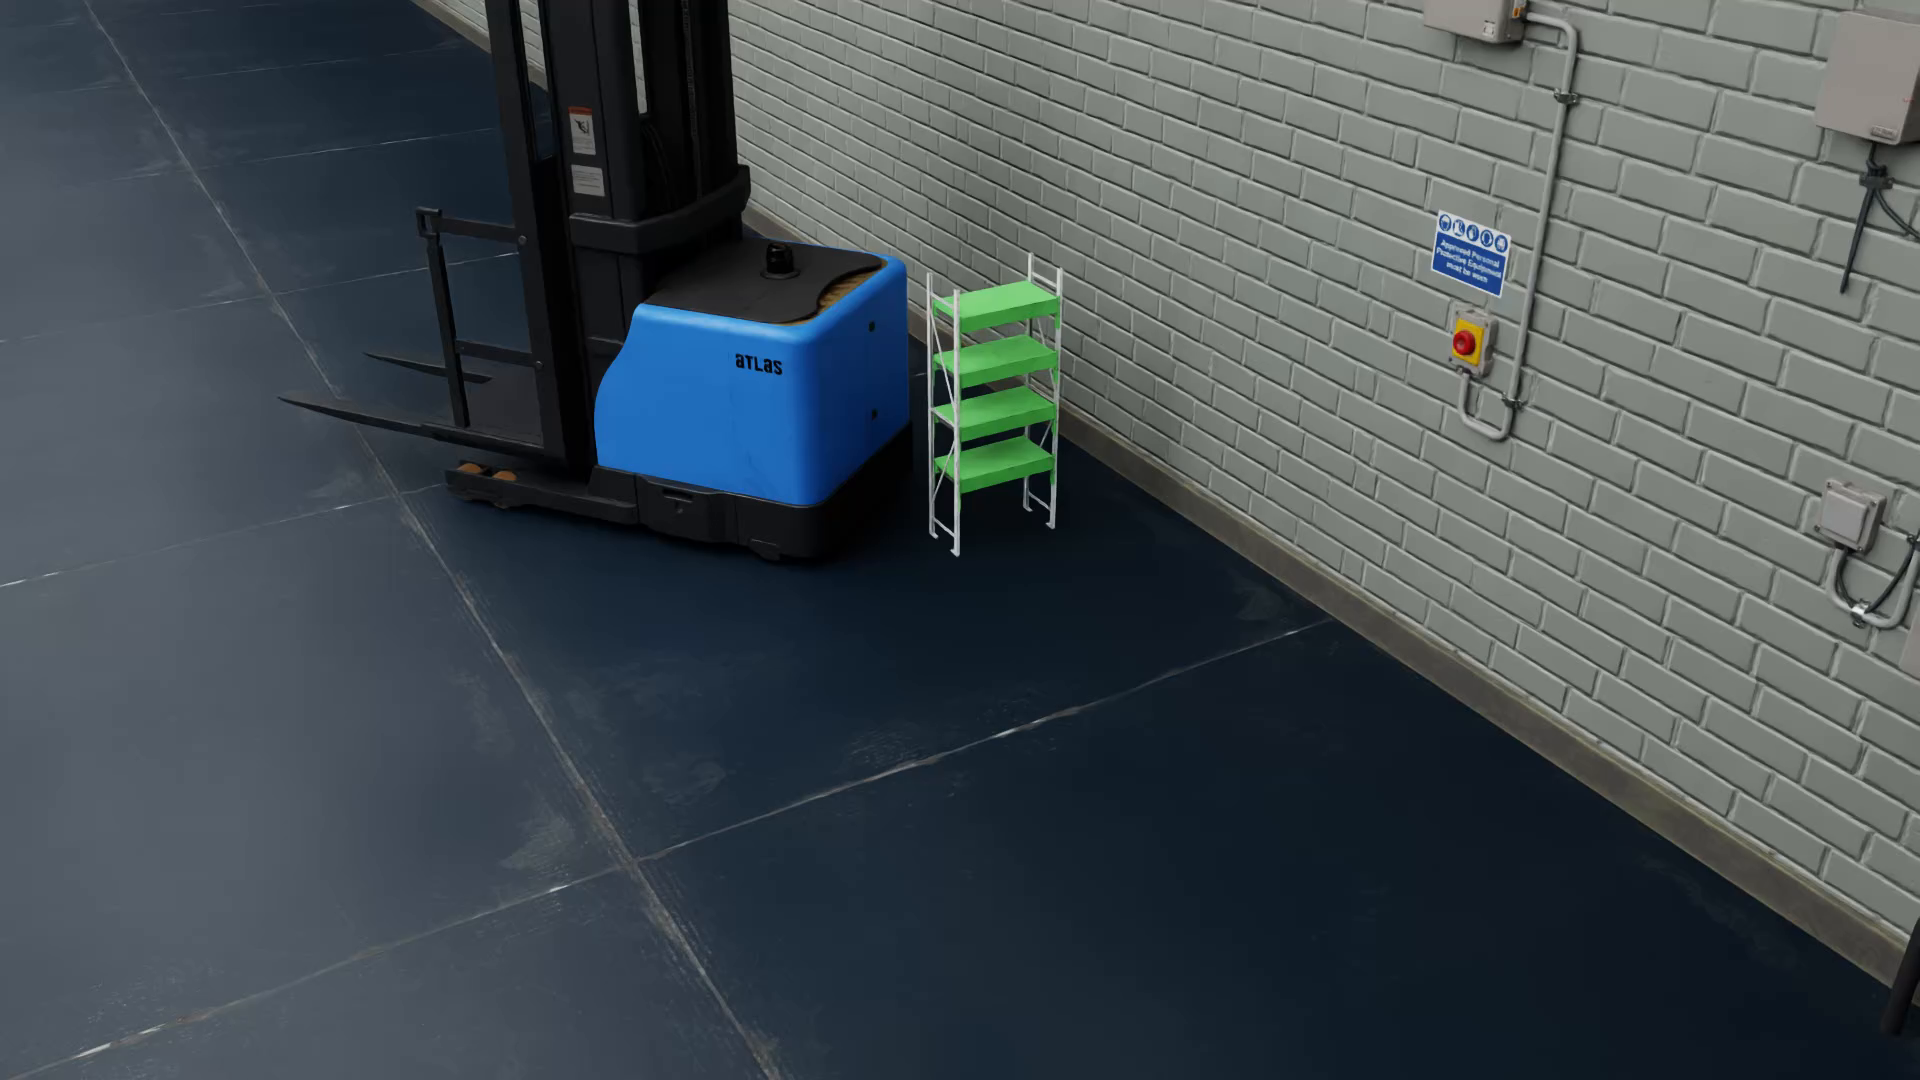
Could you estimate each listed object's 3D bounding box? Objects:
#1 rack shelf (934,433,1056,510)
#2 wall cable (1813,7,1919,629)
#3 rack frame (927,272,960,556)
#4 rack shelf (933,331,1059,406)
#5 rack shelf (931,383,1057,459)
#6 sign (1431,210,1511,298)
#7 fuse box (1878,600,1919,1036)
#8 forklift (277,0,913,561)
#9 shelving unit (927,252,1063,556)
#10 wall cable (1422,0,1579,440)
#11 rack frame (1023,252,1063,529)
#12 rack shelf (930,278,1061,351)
[{"bbox_3d":[0.143,-0.300,7.180,0.480,0.148,0.258,-16,33,-26],"label":"rack shelf"},{"bbox_3d":[2.423,-0.672,4.312,0.122,1.984,0.588,-16,33,-26],"label":"wall cable"},{"bbox_3d":[-0.068,-0.506,6.925,0.015,1.200,0.240,-16,33,-26],"label":"rack frame"},{"bbox_3d":[0.143,-0.720,6.948,0.480,0.148,0.258,-16,33,-26],"label":"rack shelf"},{"bbox_3d":[0.143,-0.510,7.064,0.480,0.148,0.258,-16,33,-26],"label":"rack shelf"},{"bbox_3d":[1.723,-0.969,5.621,0.001,0.218,0.327,-16,33,-26],"label":"sign"},{"bbox_3d":[2.633,0.660,4.284,0.414,1.711,0.539,-16,33,-26],"label":"fuse box"},{"bbox_3d":[-1.783,-1.647,7.201,3.031,2.935,1.130,12,31,20],"label":"forklift"},{"bbox_3d":[0.143,-0.566,7.034,0.503,1.200,0.258,-16,33,-26],"label":"shelving unit"},{"bbox_3d":[1.694,-1.274,5.370,0.123,1.953,0.585,-16,33,-26],"label":"wall cable"},{"bbox_3d":[0.353,-0.626,7.142,0.015,1.200,0.240,-16,33,-26],"label":"rack frame"},{"bbox_3d":[0.143,-0.930,6.832,0.480,0.148,0.258,-16,33,-26],"label":"rack shelf"}]
